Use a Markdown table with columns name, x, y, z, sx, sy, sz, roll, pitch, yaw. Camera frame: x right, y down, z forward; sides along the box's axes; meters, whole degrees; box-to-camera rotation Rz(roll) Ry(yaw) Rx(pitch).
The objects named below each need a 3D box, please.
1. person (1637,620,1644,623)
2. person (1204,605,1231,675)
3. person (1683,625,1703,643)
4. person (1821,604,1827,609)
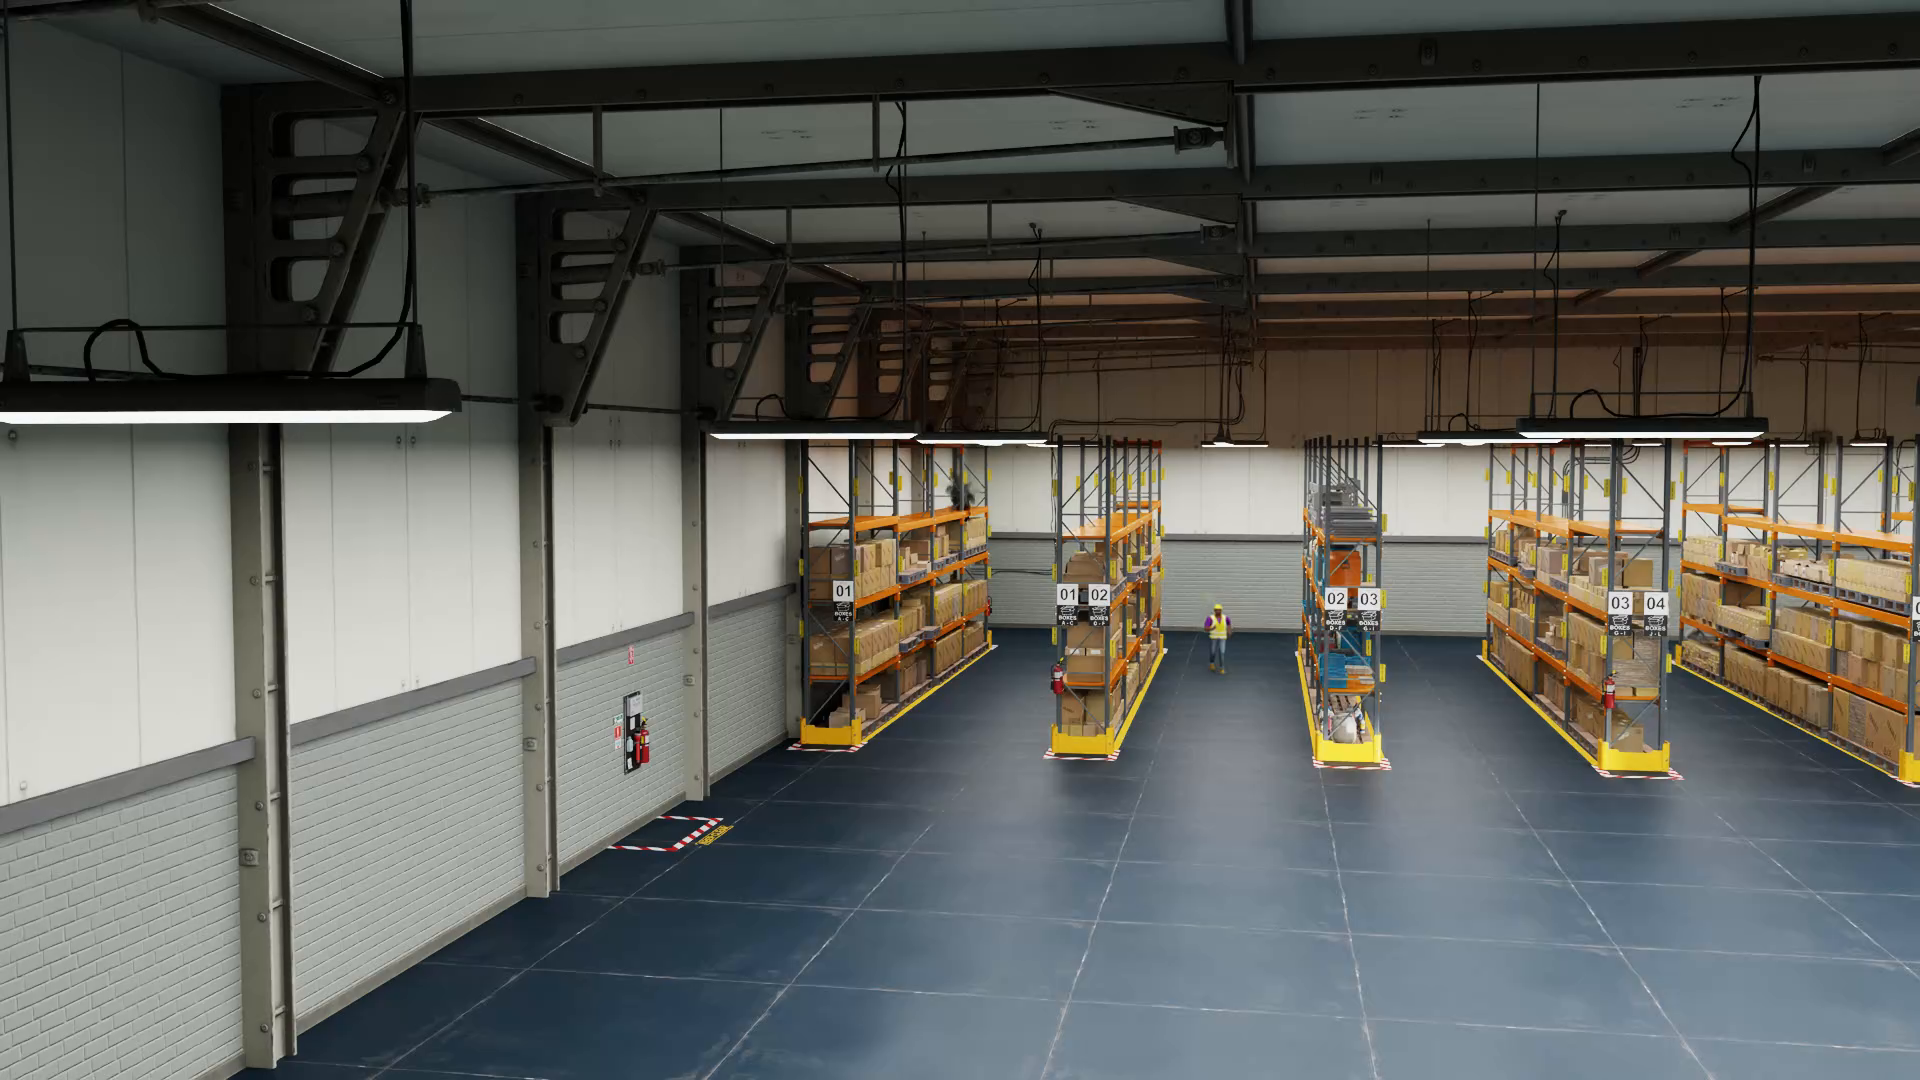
| name | x | y | z | sx | sy | sz | roll | pitch | yaw |
| --- | --- | --- | --- | --- | --- | --- | --- | --- | --- |
| person | 17.940 | 2.468 | 44.394 | 0.733 | 1.709 | 0.569 | 2 | 4 | 33 |
| person | 6.593 | 2.518 | 42.460 | 0.710 | 1.740 | 0.958 | 0 | 3 | 1 |
| person | 20.161 | 2.415 | 45.624 | 0.811 | 1.668 | 0.625 | 1 | 3 | 15 |
| person | 23.466 | 2.472 | 45.250 | 0.854 | 1.647 | 0.612 | 1 | 3 | 13 |
